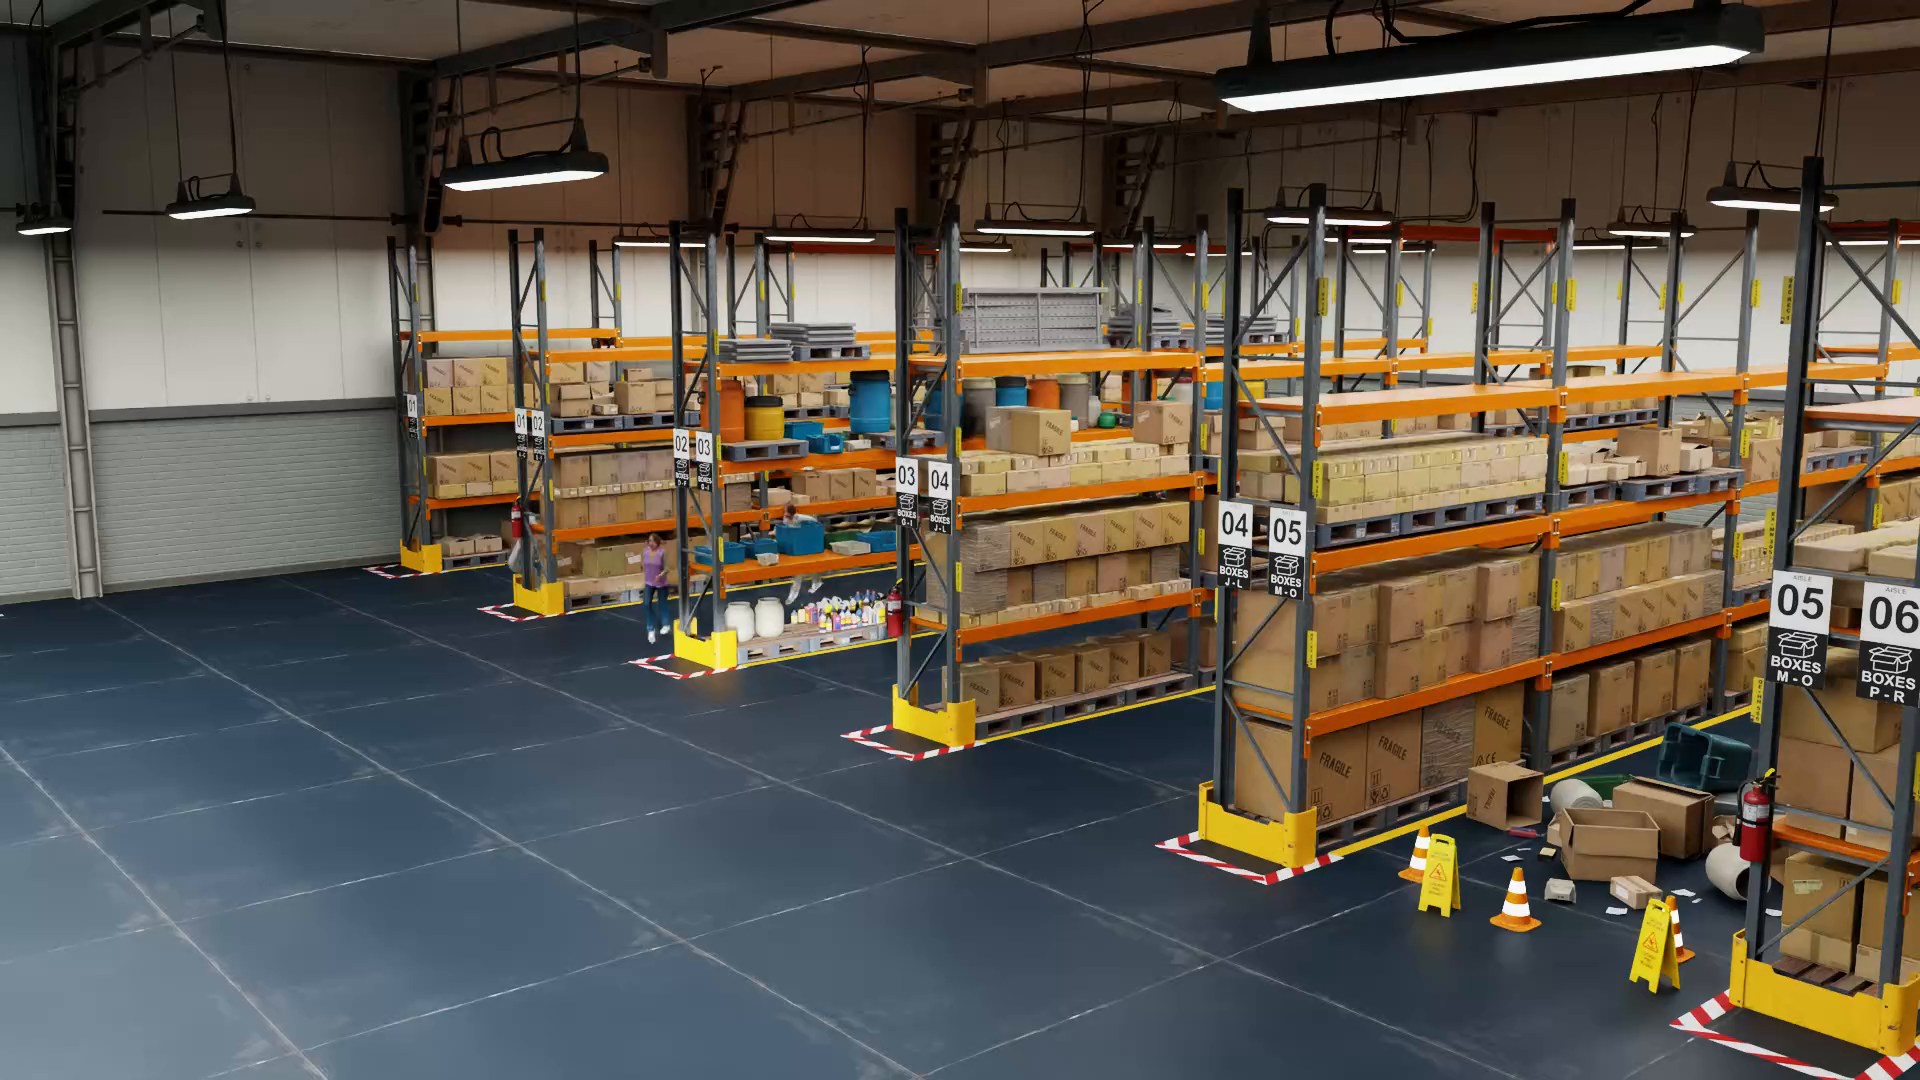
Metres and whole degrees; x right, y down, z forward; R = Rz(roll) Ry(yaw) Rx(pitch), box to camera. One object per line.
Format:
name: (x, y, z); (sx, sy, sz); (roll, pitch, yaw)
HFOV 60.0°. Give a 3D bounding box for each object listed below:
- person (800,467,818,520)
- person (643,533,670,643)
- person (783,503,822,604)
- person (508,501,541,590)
person: (-2.830, -0.620, 31.984); (0.652, 1.753, 0.863); (6, 10, 32)
person: (-4.421, 0.683, 24.193); (0.443, 1.622, 0.797); (0, 9, 2)
person: (-2.447, 0.226, 26.018); (0.576, 1.470, 0.862); (6, 10, 33)
person: (-7.333, 0.086, 27.922); (0.562, 1.612, 0.667); (4, 10, 26)
